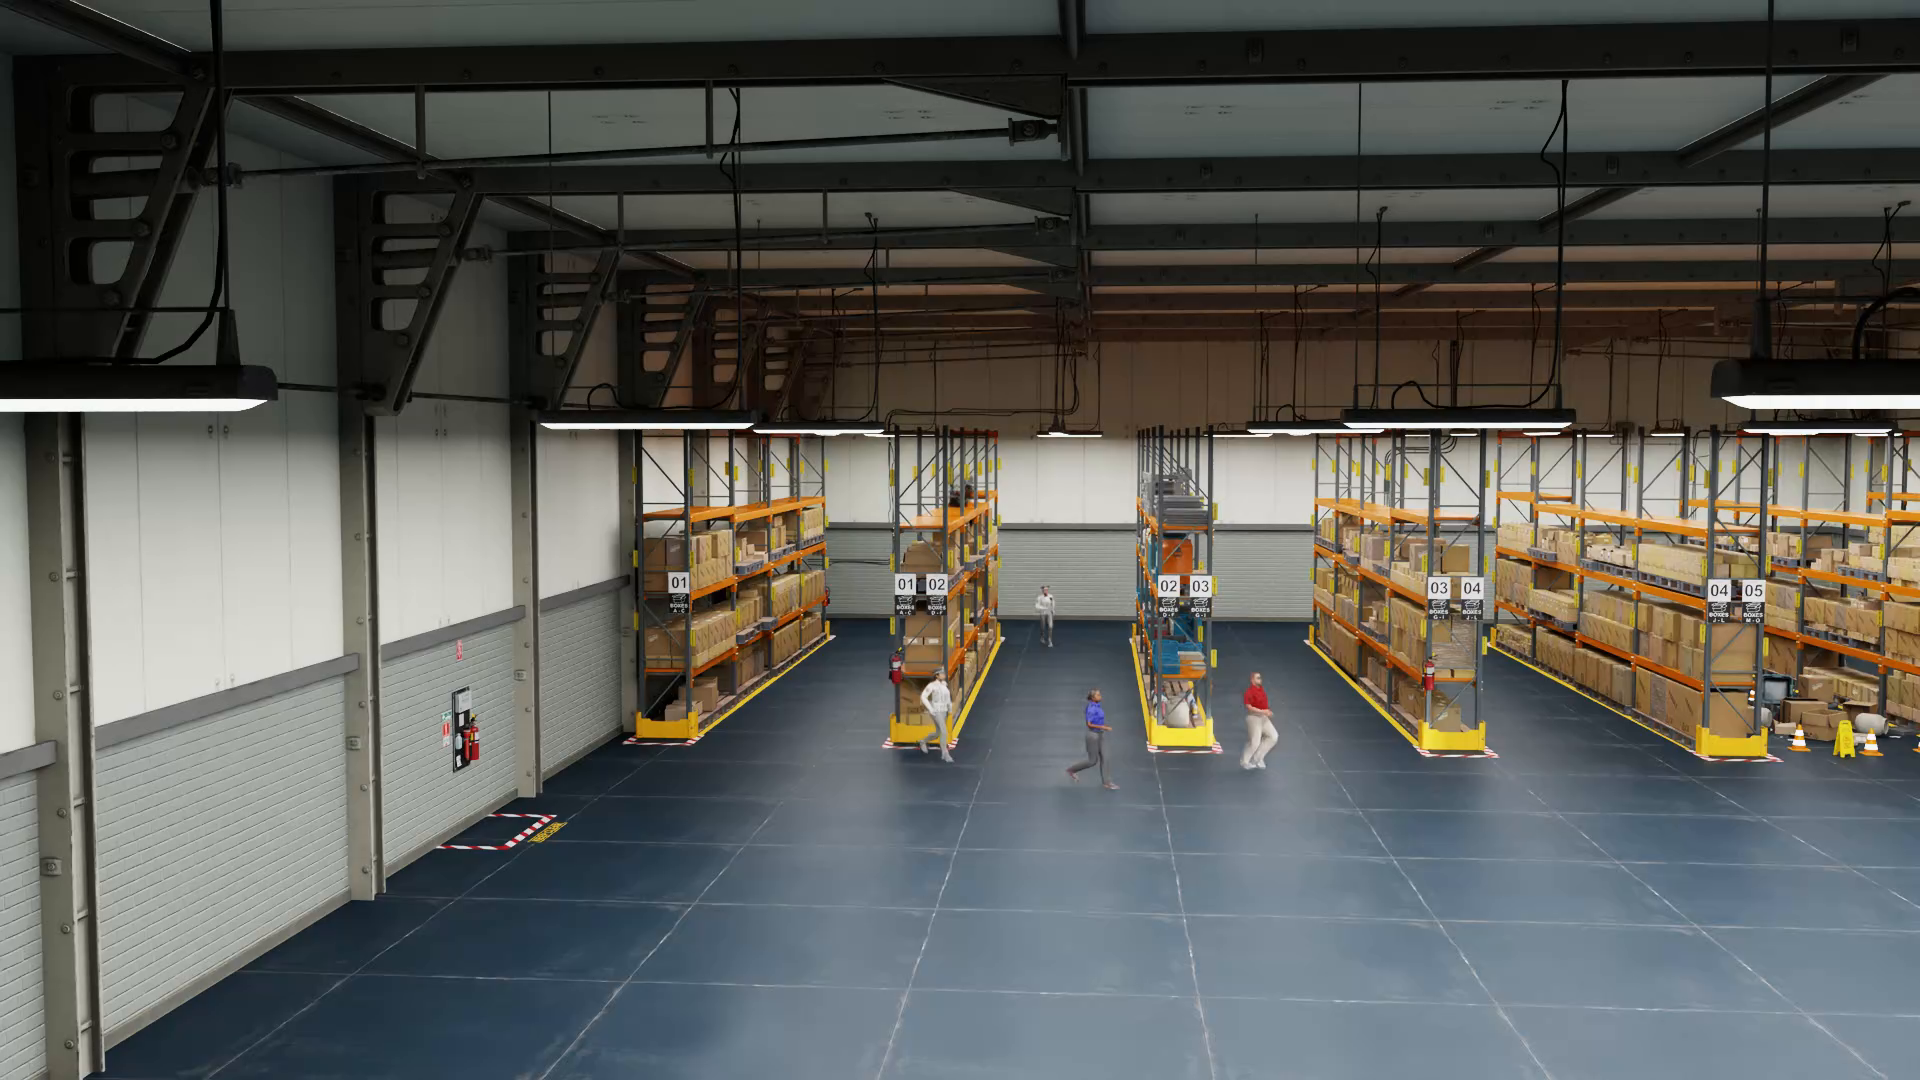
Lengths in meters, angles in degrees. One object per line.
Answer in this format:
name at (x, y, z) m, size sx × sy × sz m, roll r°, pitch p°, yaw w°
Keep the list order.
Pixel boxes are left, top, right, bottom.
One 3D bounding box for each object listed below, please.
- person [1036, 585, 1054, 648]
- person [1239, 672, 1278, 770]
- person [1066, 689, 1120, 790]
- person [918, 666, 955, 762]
person at (2.375, 2.105, 46.304) m, size 0.575 × 1.724 × 0.860 m, roll 0°, pitch 3°, yaw -7°
person at (5.186, 3.149, 28.876) m, size 0.680 × 1.721 × 0.674 m, roll 3°, pitch 4°, yaw 40°
person at (2.187, 3.264, 27.271) m, size 0.892 × 1.642 × 0.581 m, roll 1°, pitch 4°, yaw 20°
person at (-0.417, 3.102, 29.849) m, size 0.854 × 1.704 × 0.640 m, roll 2°, pitch 4°, yaw 35°
